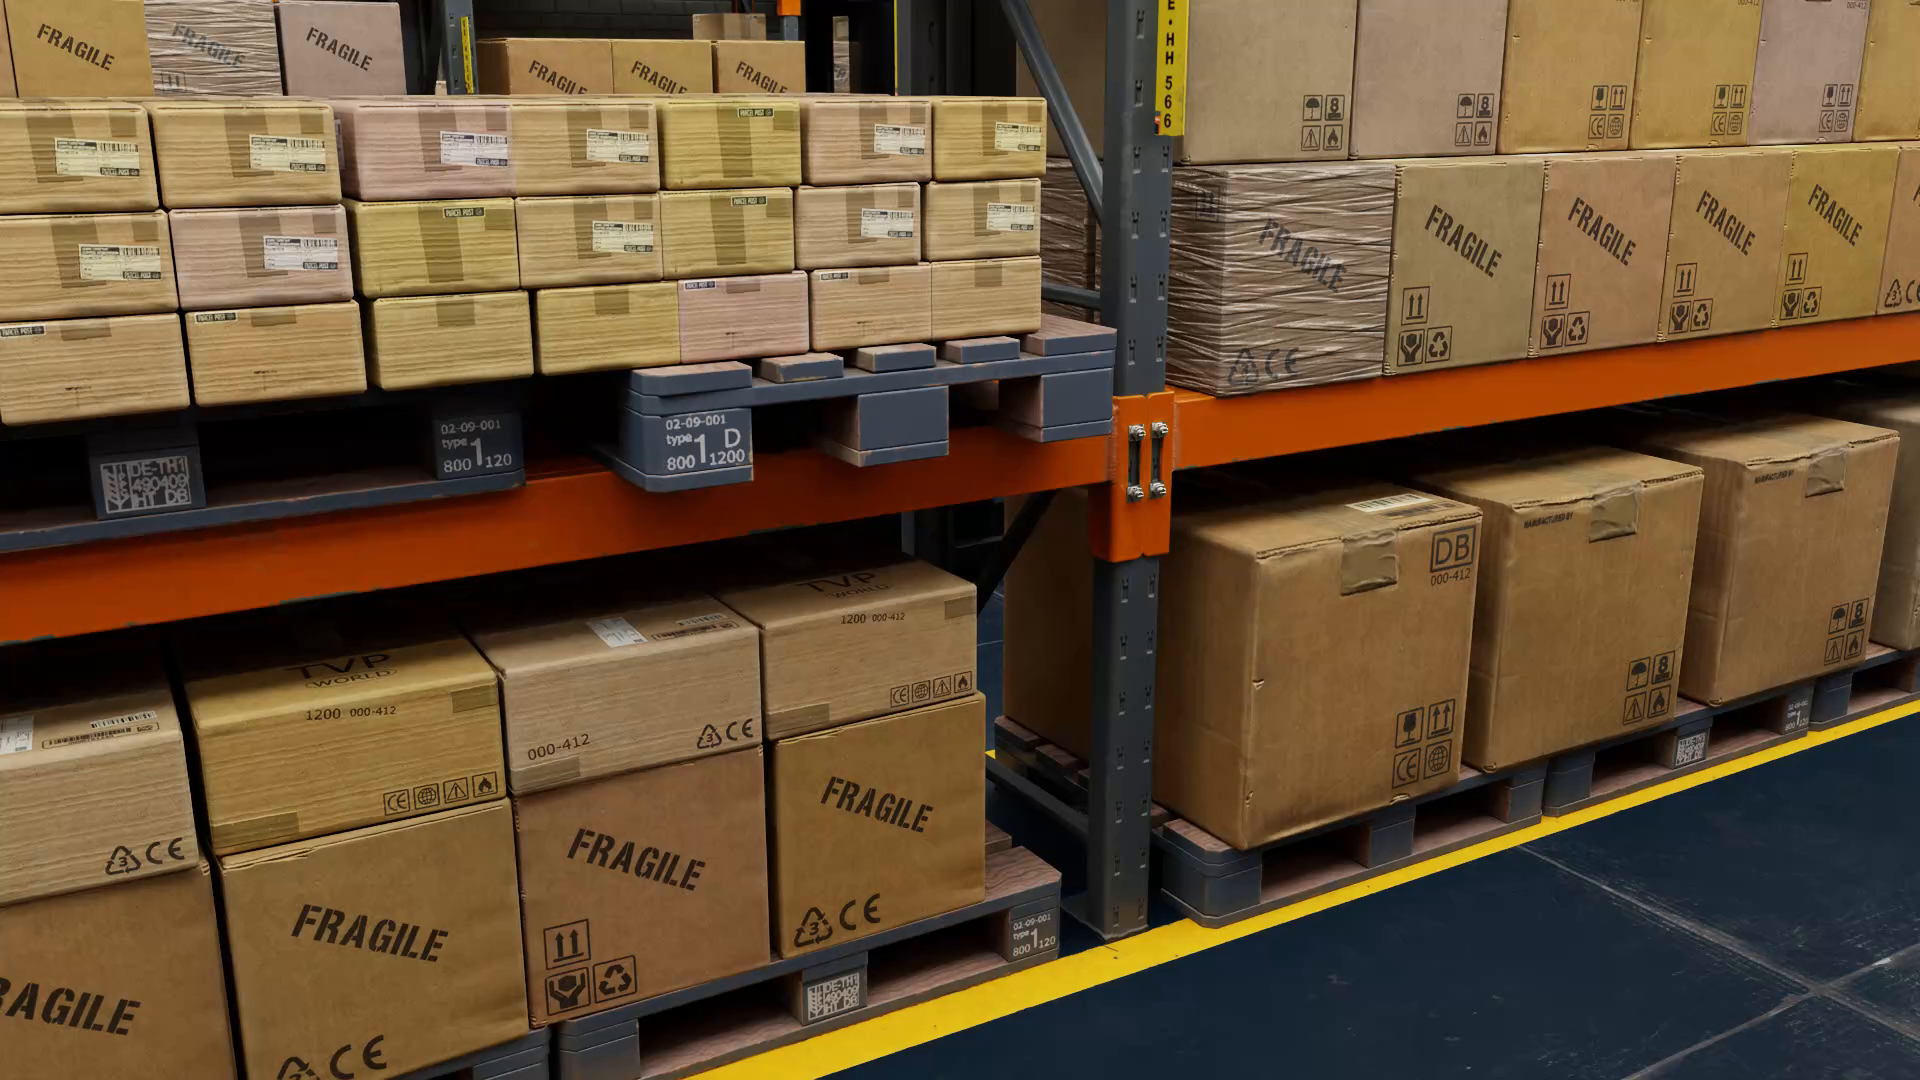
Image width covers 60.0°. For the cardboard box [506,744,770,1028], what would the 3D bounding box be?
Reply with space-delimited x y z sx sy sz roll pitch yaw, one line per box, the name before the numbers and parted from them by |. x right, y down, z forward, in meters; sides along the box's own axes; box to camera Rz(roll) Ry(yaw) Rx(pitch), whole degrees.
cardboard box | -0.731 0.622 3.488 0.500 0.500 0.500 -8 18 -27

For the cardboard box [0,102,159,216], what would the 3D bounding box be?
cardboard box | -1.372 -0.581 2.512 0.250 0.149 0.380 -9 18 -28

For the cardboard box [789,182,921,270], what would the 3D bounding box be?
cardboard box | -0.271 -0.616 3.187 0.250 0.149 0.380 -8 18 -28

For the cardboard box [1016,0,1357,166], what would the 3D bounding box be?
cardboard box | 0.535 -1.193 4.070 0.500 0.500 0.700 -9 18 -30

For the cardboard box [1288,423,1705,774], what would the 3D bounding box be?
cardboard box | 1.461 0.092 4.915 0.750 0.750 1.050 -9 18 -29

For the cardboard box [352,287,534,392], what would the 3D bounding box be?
cardboard box | -0.920 -0.368 2.852 0.250 0.149 0.380 -10 19 -32

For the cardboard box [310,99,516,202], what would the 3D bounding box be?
cardboard box | -0.916 -0.656 2.777 0.250 0.149 0.380 -9 18 -30

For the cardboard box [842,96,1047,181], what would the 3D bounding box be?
cardboard box | -0.039 -0.797 3.280 0.250 0.149 0.380 -10 19 -32

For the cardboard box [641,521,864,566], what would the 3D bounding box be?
cardboard box | -0.570 0.077 4.042 0.500 0.250 0.500 -10 19 -32

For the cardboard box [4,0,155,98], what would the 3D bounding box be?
cardboard box | -3.664 -1.991 6.917 0.500 0.500 0.500 -9 18 -30

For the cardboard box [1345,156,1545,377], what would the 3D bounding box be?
cardboard box | 1.104 -0.723 4.245 0.500 0.500 0.500 -9 18 -30

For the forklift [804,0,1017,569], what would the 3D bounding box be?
forklift | -0.520 -1.316 6.674 3.031 2.935 1.130 -10 19 -33

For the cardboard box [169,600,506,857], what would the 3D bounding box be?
cardboard box | -1.177 0.333 3.130 0.500 0.250 0.500 -9 18 -28

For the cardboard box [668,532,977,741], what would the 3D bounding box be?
cardboard box | -0.306 0.193 3.628 0.500 0.250 0.500 -10 18 -31

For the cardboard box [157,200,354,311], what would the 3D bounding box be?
cardboard box | -1.148 -0.474 2.679 0.250 0.149 0.380 -9 18 -28

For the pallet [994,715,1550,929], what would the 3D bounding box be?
pallet | 0.860 0.647 4.709 1.213 0.211 1.003 -9 18 -30

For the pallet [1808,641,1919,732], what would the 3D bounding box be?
pallet | 2.952 0.308 5.919 1.213 0.211 1.003 -9 18 -30

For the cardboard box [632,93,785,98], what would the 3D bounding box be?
cardboard box | -0.579 -0.913 3.696 0.250 0.149 0.380 -10 18 -31

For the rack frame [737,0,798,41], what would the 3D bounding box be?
rack frame | -1.621 -3.438 14.118 0.127 3.000 1.000 -9 18 -30

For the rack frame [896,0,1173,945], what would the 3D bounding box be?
rack frame | 0.145 -0.603 4.004 0.127 3.000 1.000 -9 18 -30

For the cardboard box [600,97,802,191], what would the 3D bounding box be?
cardboard box | -0.480 -0.726 3.027 0.250 0.149 0.380 -9 18 -28

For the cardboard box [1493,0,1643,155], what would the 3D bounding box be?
cardboard box | 1.407 -1.335 4.578 0.500 0.500 0.700 -10 18 -31

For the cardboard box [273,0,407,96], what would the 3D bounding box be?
cardboard box | -2.799 -2.132 7.419 0.500 0.500 0.500 -10 18 -31

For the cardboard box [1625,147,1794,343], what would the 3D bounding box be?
cardboard box | 1.964 -0.861 4.740 0.500 0.500 0.500 -9 18 -30

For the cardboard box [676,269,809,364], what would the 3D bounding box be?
cardboard box | -0.475 -0.440 3.108 0.250 0.149 0.380 -9 18 -29

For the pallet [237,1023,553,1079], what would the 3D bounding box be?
pallet | -1.570 1.016 3.393 1.213 0.211 1.003 -9 18 -30

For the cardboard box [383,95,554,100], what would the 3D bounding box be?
cardboard box | -1.019 -0.844 3.447 0.250 0.149 0.380 -10 19 -32

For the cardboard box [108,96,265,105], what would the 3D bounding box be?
cardboard box | -1.476 -0.768 3.179 0.250 0.149 0.380 -9 18 -28

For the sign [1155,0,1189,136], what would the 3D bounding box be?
sign | 0.433 -0.998 3.415 0.005 0.325 0.100 -9 18 -30

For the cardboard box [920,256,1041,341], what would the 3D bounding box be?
cardboard box | -0.041 -0.509 3.357 0.250 0.149 0.380 -9 18 -29

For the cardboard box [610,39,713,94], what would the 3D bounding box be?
cardboard box | -1.543 -2.211 8.226 0.500 0.500 0.500 -8 18 -27

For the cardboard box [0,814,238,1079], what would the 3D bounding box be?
cardboard box | -1.619 0.763 2.983 0.500 0.500 0.500 -9 18 -29

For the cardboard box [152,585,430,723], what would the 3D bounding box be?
cardboard box | -1.436 0.213 3.555 0.500 0.250 0.500 -9 18 -29

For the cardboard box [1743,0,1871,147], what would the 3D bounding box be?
cardboard box | 2.278 -1.476 5.081 0.500 0.500 0.700 -9 18 -29

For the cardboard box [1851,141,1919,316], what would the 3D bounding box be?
cardboard box | 2.831 -1.003 5.244 0.500 0.500 0.500 -9 18 -30

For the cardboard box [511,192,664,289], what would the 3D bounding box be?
cardboard box | -0.710 -0.544 2.930 0.250 0.149 0.380 -9 18 -30

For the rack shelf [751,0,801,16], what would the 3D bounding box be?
rack shelf | 0.093 -4.814 14.802 4.000 0.370 1.077 -9 18 -30

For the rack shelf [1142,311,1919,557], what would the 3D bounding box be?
rack shelf | 1.860 -0.535 5.093 4.000 0.370 1.077 -9 18 -30

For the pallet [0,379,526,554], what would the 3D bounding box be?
pallet | -1.530 -0.226 3.015 1.213 0.211 1.003 -9 18 -30

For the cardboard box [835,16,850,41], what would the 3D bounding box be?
cardboard box | -0.525 -2.838 9.260 0.250 0.149 0.380 -8 18 -27

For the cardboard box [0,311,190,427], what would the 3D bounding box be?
cardboard box | -1.375 -0.294 2.588 0.250 0.149 0.380 -10 19 -32

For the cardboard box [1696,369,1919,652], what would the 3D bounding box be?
cardboard box | 3.088 -0.171 5.853 0.750 0.750 1.050 -9 18 -30

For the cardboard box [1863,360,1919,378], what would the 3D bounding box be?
cardboard box | 4.149 -0.410 6.472 0.875 0.875 0.875 -9 18 -29

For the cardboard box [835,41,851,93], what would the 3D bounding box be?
cardboard box | -0.658 -2.354 8.736 0.500 0.500 0.500 -10 19 -32
